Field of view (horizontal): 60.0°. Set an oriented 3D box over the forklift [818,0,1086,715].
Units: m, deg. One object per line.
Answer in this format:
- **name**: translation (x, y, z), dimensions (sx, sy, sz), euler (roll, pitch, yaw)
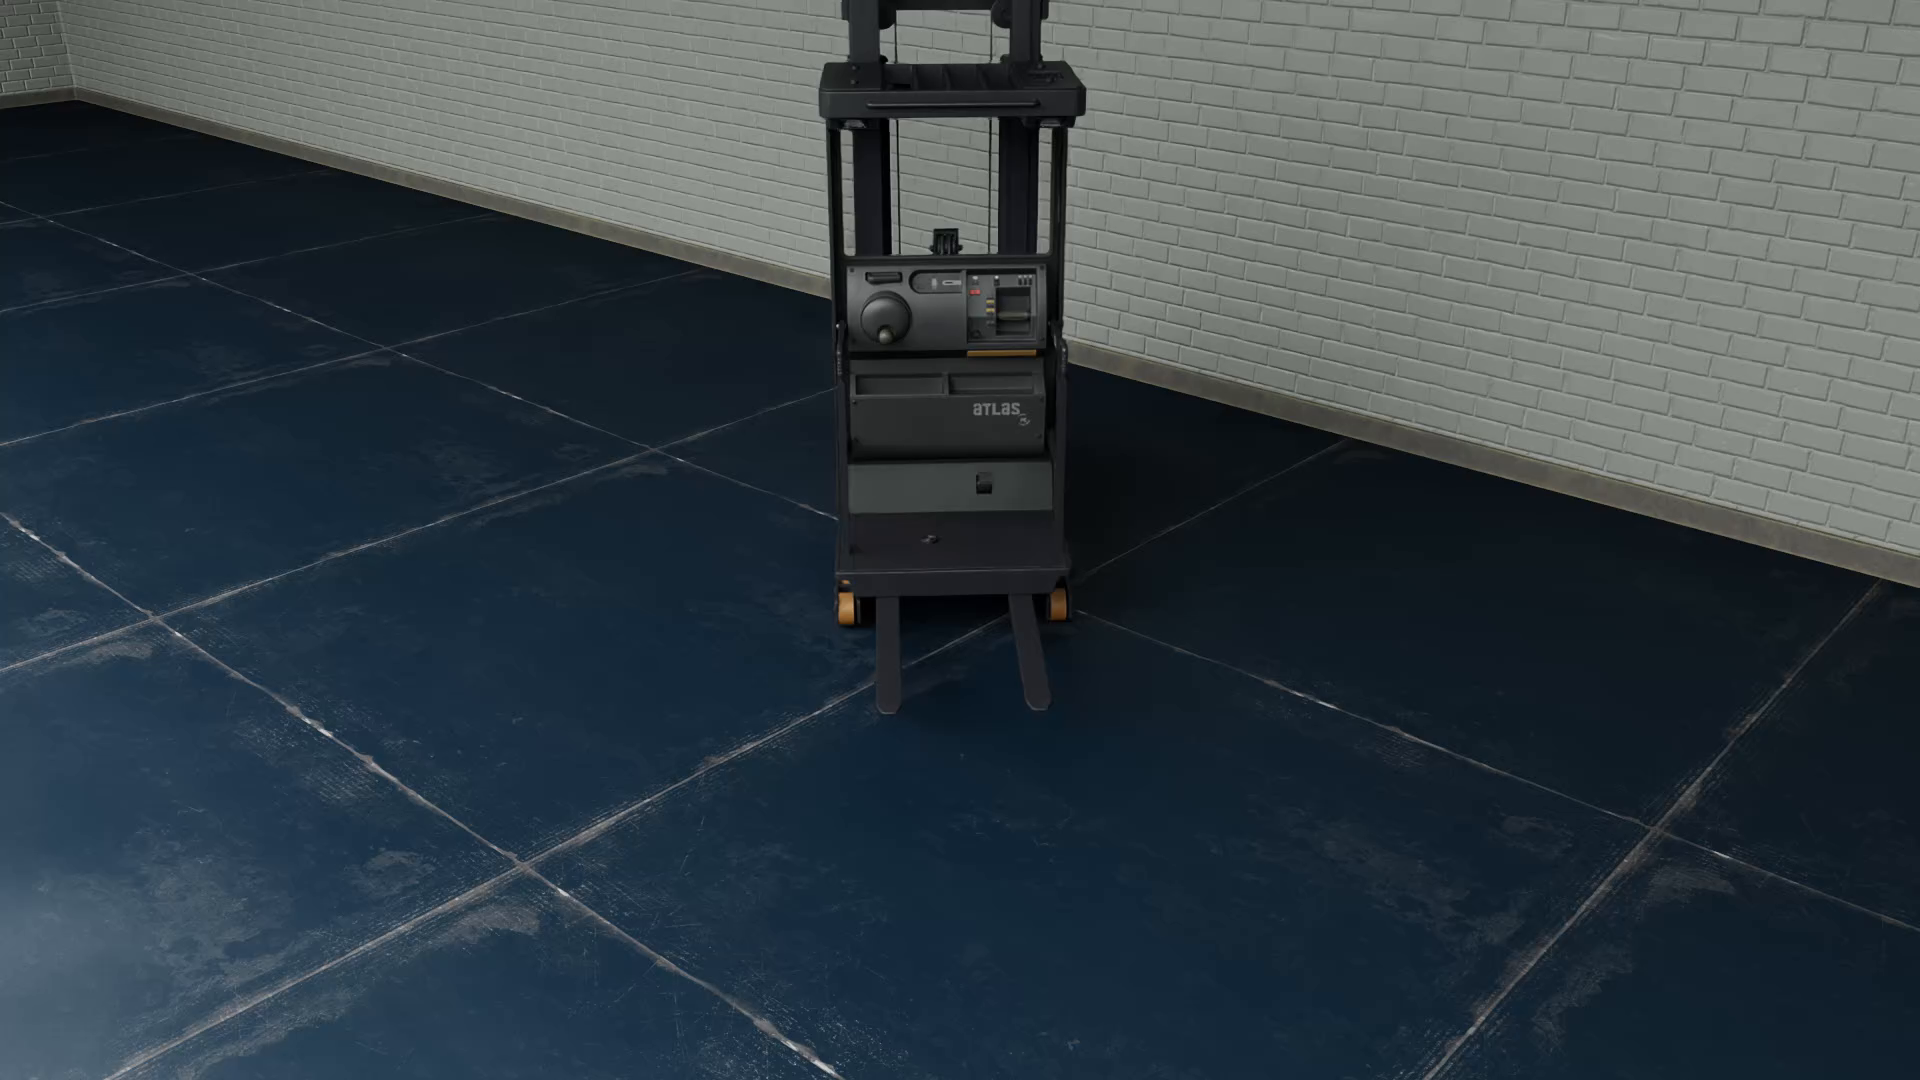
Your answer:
- **forklift**: translation (-0.047, -1.065, 7.543), dimensions (1.130, 2.935, 3.031), euler (-1, 24, -2)
